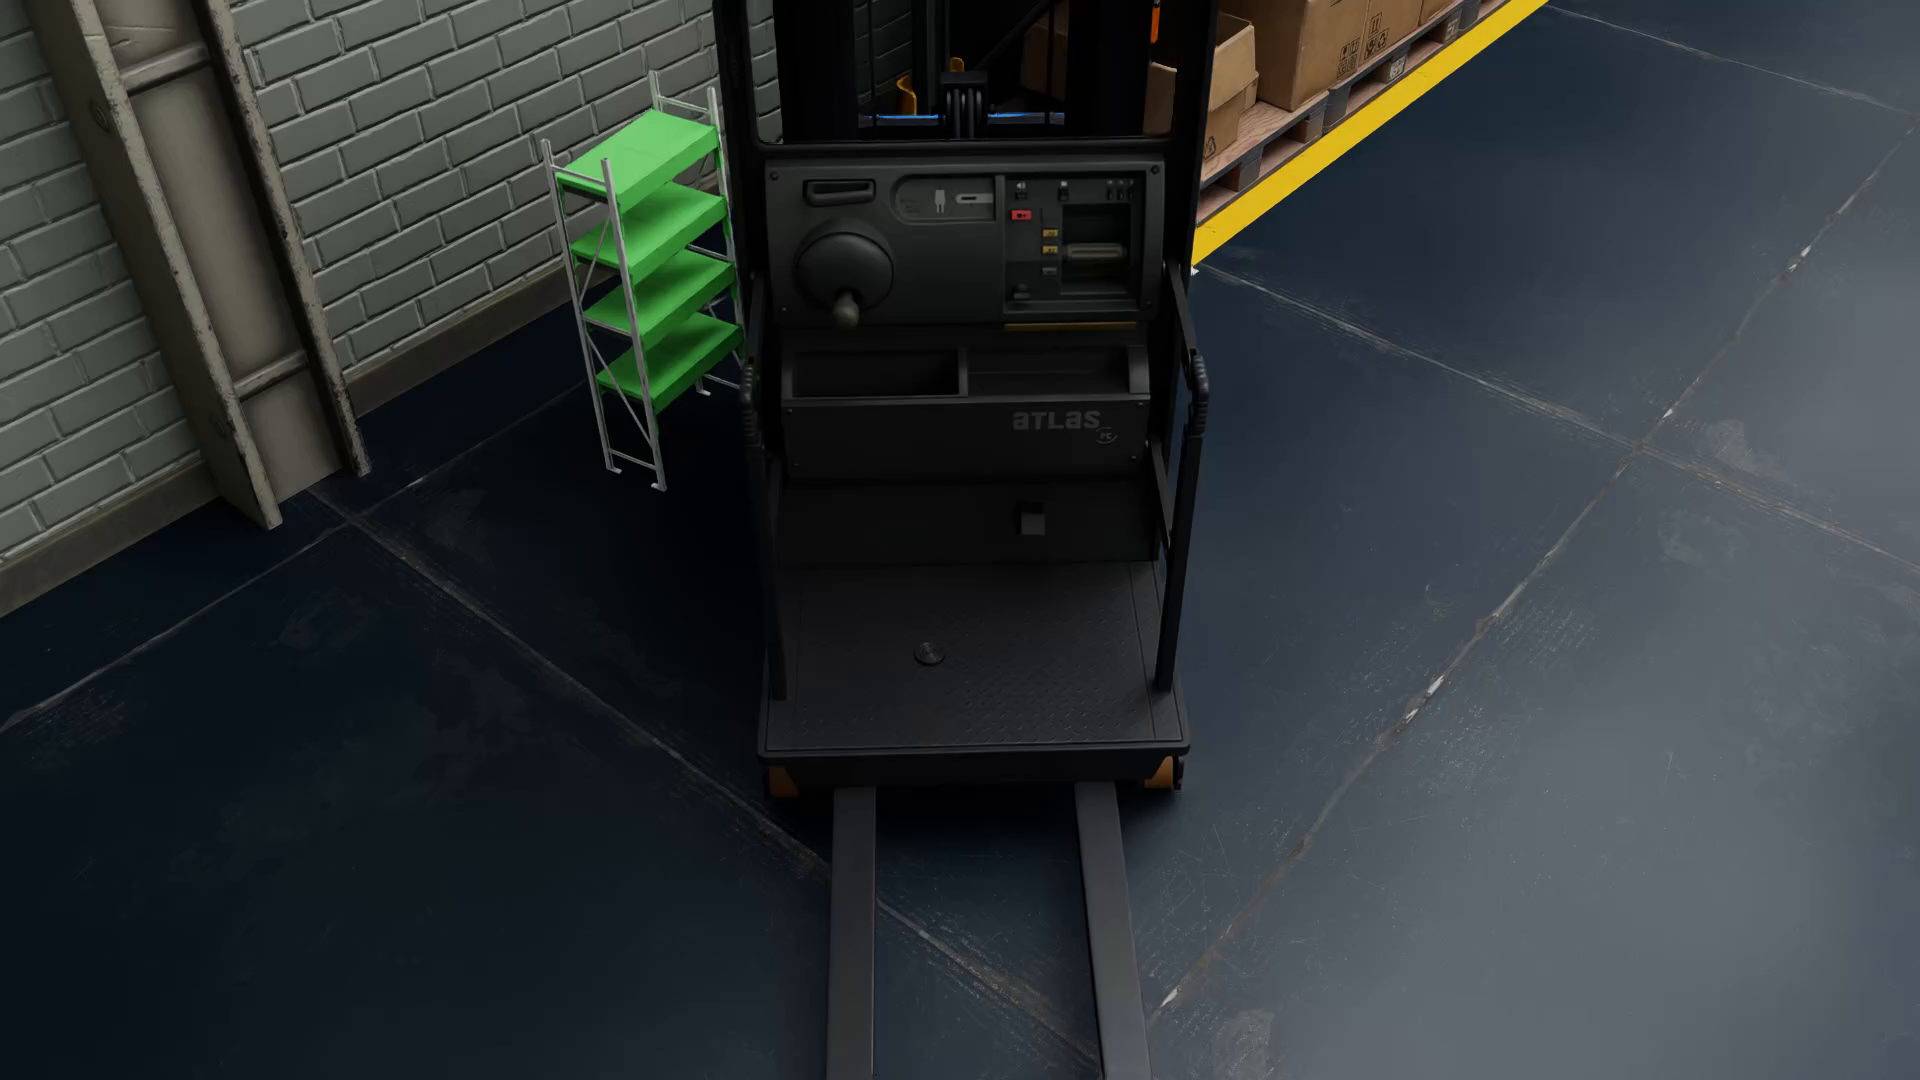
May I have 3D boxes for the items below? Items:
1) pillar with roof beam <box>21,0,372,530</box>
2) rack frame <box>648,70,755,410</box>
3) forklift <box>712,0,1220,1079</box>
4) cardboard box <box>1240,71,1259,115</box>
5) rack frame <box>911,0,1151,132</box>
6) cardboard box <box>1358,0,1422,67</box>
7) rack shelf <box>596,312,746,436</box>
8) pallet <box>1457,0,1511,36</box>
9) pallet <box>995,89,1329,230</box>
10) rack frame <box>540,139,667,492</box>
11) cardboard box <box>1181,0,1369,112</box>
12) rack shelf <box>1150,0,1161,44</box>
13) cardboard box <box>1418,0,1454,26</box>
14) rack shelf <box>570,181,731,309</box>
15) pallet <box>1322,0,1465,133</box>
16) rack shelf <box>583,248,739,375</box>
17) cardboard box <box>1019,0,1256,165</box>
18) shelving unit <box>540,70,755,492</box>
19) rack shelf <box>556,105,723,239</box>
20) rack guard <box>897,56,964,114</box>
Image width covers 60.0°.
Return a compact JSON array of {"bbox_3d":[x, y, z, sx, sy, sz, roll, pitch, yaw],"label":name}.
[{"bbox_3d":[1.107,-1.663,0.390,9.100,9.000,0.400,29,50,28],"label":"pillar with roof beam"},{"bbox_3d":[-0.825,-0.931,5.378,0.240,1.200,0.015,21,46,23],"label":"rack frame"},{"bbox_3d":[0.022,-0.613,3.745,1.130,2.935,3.031,-1,42,-1],"label":"forklift"},{"bbox_3d":[1.007,-1.882,6.897,0.380,0.149,0.250,28,49,27],"label":"cardboard box"},{"bbox_3d":[0.237,-2.306,5.556,1.000,3.000,0.127,29,50,28],"label":"rack frame"},{"bbox_3d":[1.700,-2.462,7.274,0.500,0.500,0.500,30,50,29],"label":"cardboard box"},{"bbox_3d":[-0.944,-0.563,5.425,0.258,0.148,0.480,21,46,23],"label":"rack shelf"},{"bbox_3d":[2.369,-2.980,8.371,1.003,0.211,1.213,29,50,28],"label":"pallet"},{"bbox_3d":[0.799,-1.724,6.989,1.003,0.211,1.213,29,50,28],"label":"pallet"},{"bbox_3d":[-1.073,-0.648,5.067,0.240,1.200,0.015,21,46,23],"label":"rack frame"},{"bbox_3d":[1.283,-2.234,7.023,0.700,0.500,0.500,32,51,30],"label":"cardboard box"},{"bbox_3d":[1.525,-3.069,6.931,1.077,0.370,4.000,29,50,28],"label":"rack shelf"},{"bbox_3d":[1.952,-2.768,7.611,0.700,0.500,0.500,28,49,27],"label":"cardboard box"},{"bbox_3d":[-0.952,-0.921,5.105,0.258,0.148,0.480,21,46,23],"label":"rack shelf"},{"bbox_3d":[1.584,-2.349,7.677,1.003,0.211,1.213,29,50,28],"label":"pallet"},{"bbox_3d":[-0.948,-0.742,5.265,0.258,0.148,0.480,21,46,23],"label":"rack shelf"},{"bbox_3d":[0.704,-1.811,6.556,0.797,0.503,0.637,28,49,27],"label":"cardboard box"},{"bbox_3d":[-0.949,-0.790,5.223,0.258,1.200,0.503,21,46,23],"label":"shelving unit"},{"bbox_3d":[-0.956,-1.100,4.946,0.258,0.148,0.480,21,46,23],"label":"rack shelf"},{"bbox_3d":[0.286,-1.420,6.440,1.175,0.500,0.348,29,50,28],"label":"rack guard"}]
